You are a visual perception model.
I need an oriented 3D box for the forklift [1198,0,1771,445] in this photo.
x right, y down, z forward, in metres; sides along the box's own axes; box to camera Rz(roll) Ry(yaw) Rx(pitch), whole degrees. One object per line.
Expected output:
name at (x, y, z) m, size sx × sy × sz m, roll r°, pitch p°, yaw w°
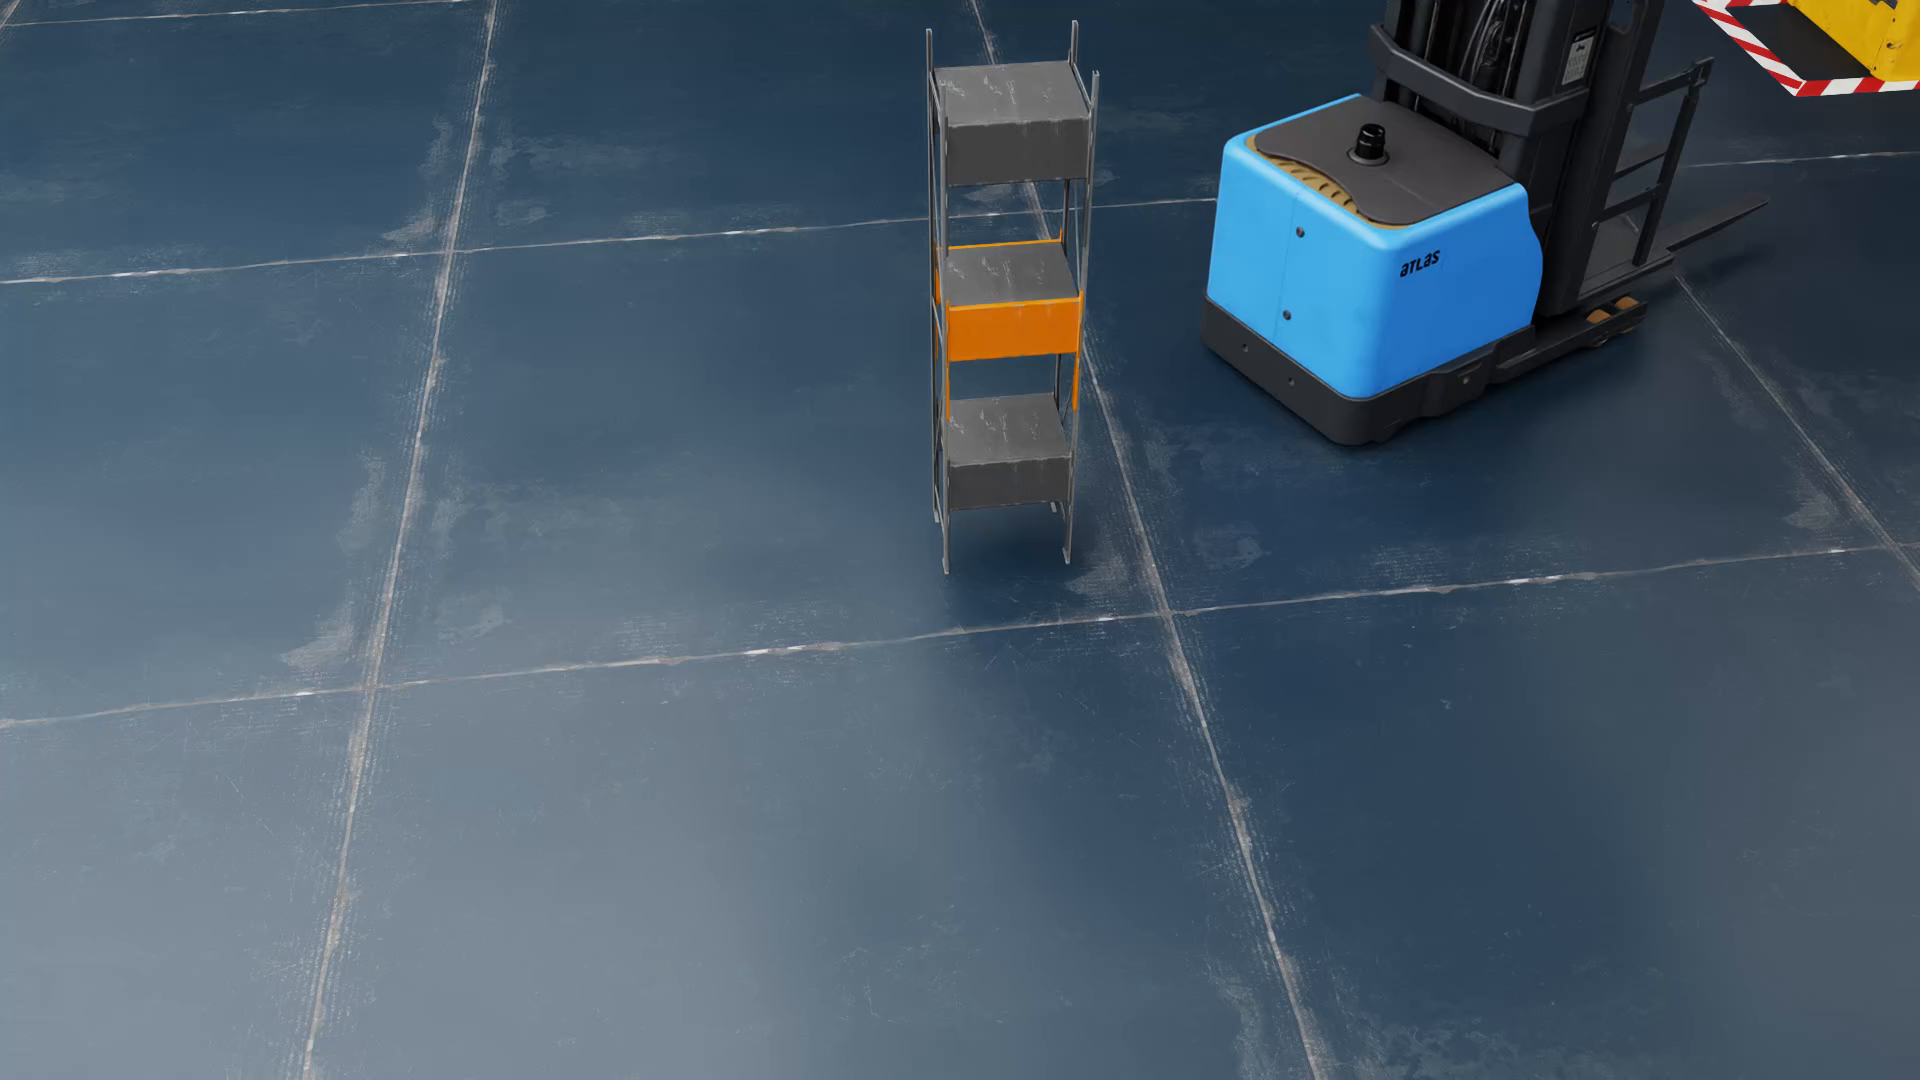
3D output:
forklift at (2.613, -2.263, 7.070) m, size 3.031 × 2.935 × 1.130 m, roll -24°, pitch 47°, yaw -24°

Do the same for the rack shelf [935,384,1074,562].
rack shelf at (0.164, -0.264, 6.541) m, size 0.480 × 0.518 × 0.431 m, roll -5°, pitch 42°, yaw -6°

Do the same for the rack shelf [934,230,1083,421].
rack shelf at (0.164, -0.784, 6.072) m, size 0.480 × 0.518 × 0.431 m, roll -5°, pitch 42°, yaw -6°

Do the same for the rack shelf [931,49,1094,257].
rack shelf at (0.164, -1.304, 5.603) m, size 0.480 × 0.518 × 0.431 m, roll -5°, pitch 42°, yaw -6°

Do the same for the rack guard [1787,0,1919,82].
rack guard at (5.478, -3.261, 9.992) m, size 0.348 × 0.500 × 1.175 m, roll -5°, pitch 42°, yaw -6°

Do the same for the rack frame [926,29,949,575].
rack frame at (-0.078, -0.773, 6.039) m, size 0.015 × 2.100 × 0.400 m, roll -5°, pitch 42°, yaw -6°

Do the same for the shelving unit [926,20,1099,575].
shelving unit at (0.164, -0.794, 6.063) m, size 0.503 × 2.100 × 0.431 m, roll -5°, pitch 42°, yaw -6°

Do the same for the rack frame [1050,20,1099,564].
rack frame at (0.406, -0.815, 6.086) m, size 0.015 × 2.100 × 0.400 m, roll -5°, pitch 42°, yaw -6°

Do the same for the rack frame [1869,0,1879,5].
rack frame at (5.501, -4.191, 9.157) m, size 0.127 × 3.000 × 1.000 m, roll -5°, pitch 42°, yaw -6°
